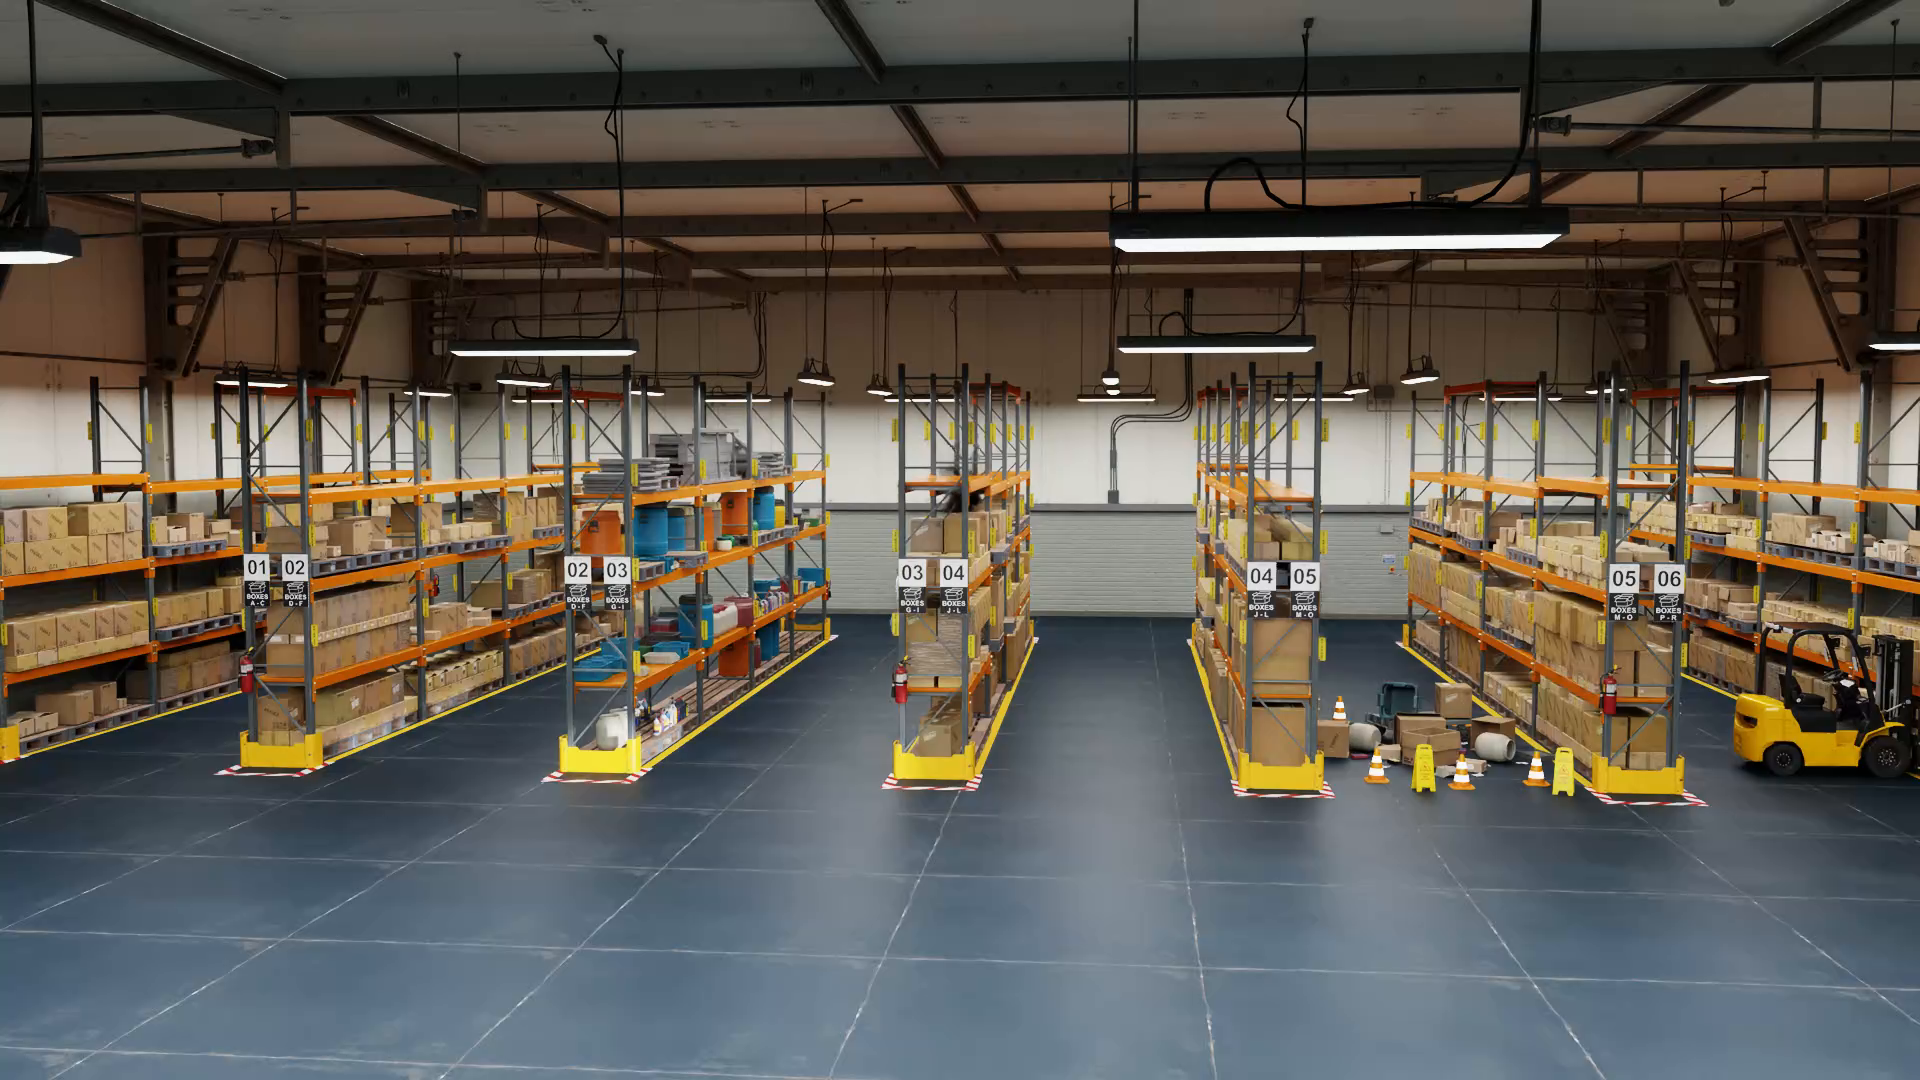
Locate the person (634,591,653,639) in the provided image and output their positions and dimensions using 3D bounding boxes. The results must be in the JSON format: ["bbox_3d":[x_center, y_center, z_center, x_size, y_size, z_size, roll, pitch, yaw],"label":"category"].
[{"bbox_3d":[-6.863,1.873,35.694,0.549,1.726,0.756,-1,4,-8],"label":"person"}]
